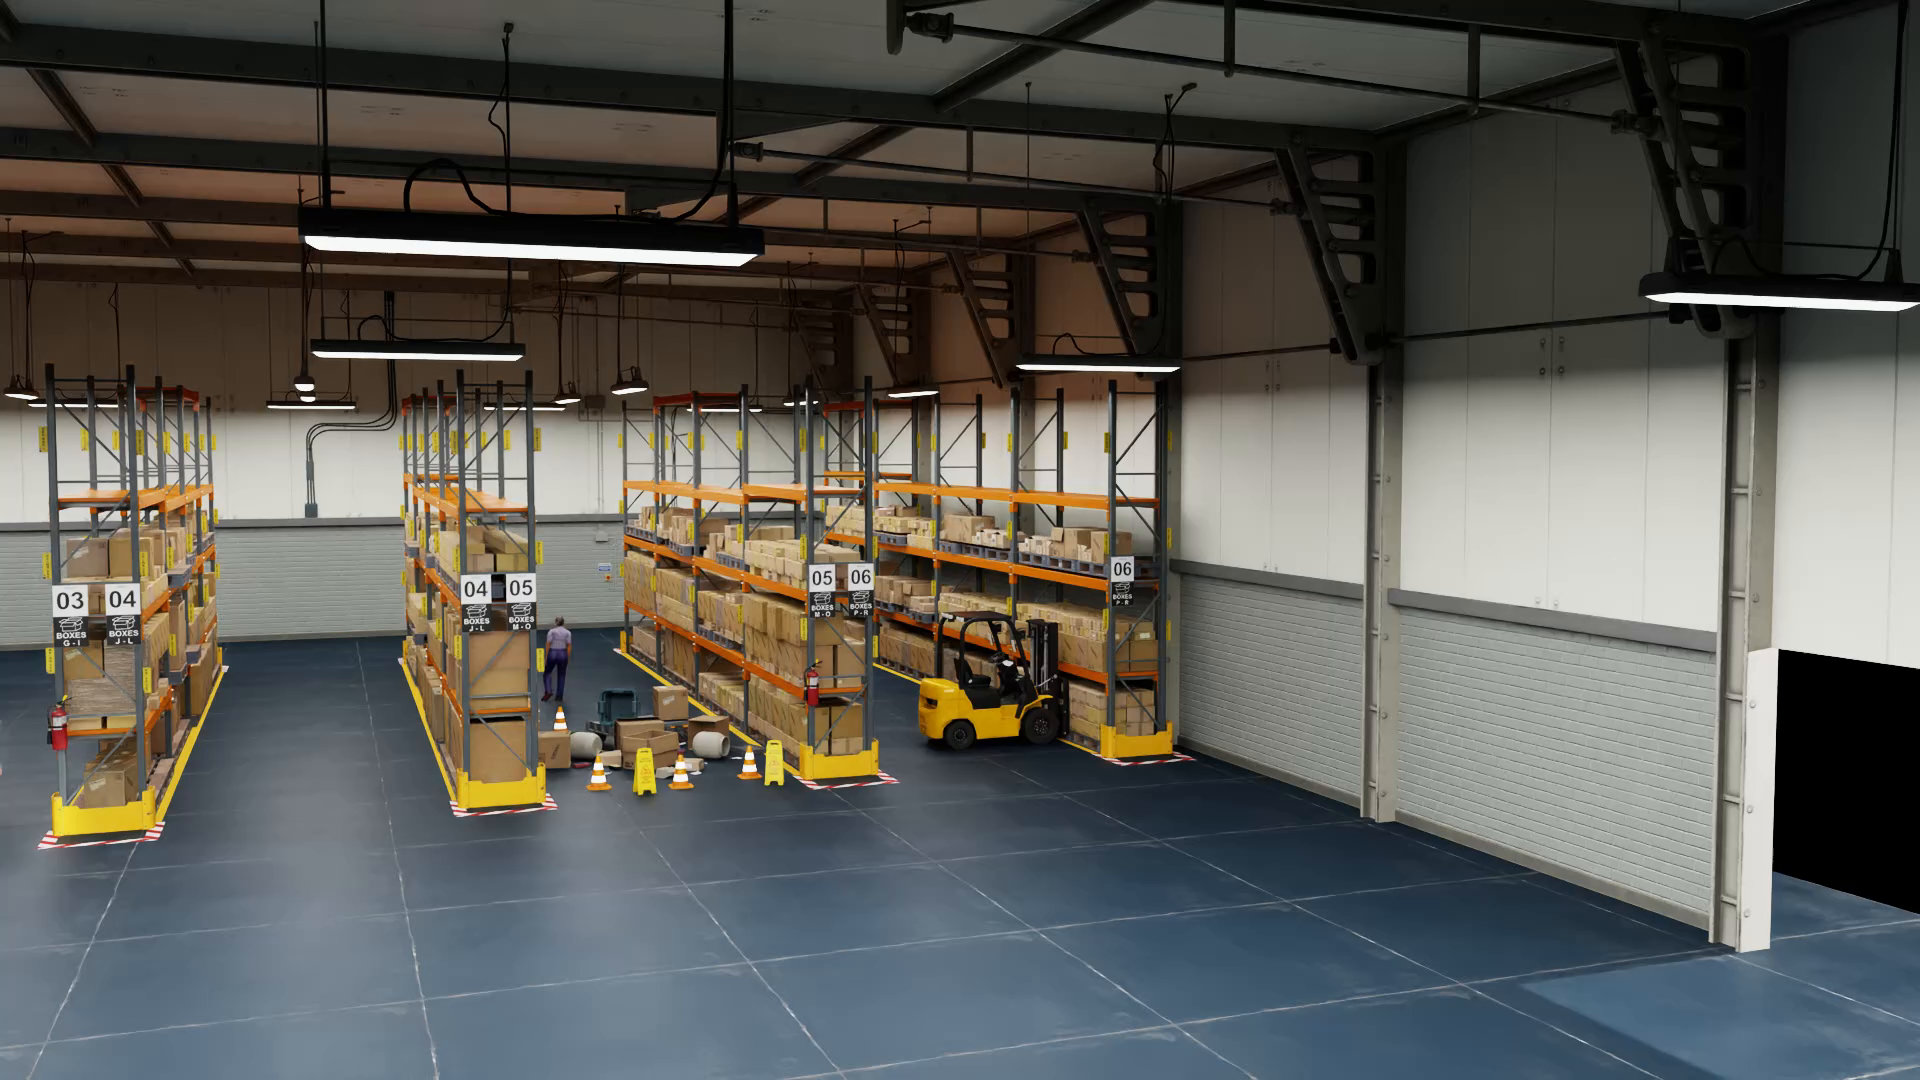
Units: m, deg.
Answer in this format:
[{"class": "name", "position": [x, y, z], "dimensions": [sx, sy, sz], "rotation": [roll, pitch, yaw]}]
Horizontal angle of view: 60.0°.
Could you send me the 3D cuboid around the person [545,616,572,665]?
[{"class": "person", "position": [-7.787, 1.958, 32.195], "dimensions": [0.516, 0.985, 0.296], "rotation": [-1, 4, -19]}]
